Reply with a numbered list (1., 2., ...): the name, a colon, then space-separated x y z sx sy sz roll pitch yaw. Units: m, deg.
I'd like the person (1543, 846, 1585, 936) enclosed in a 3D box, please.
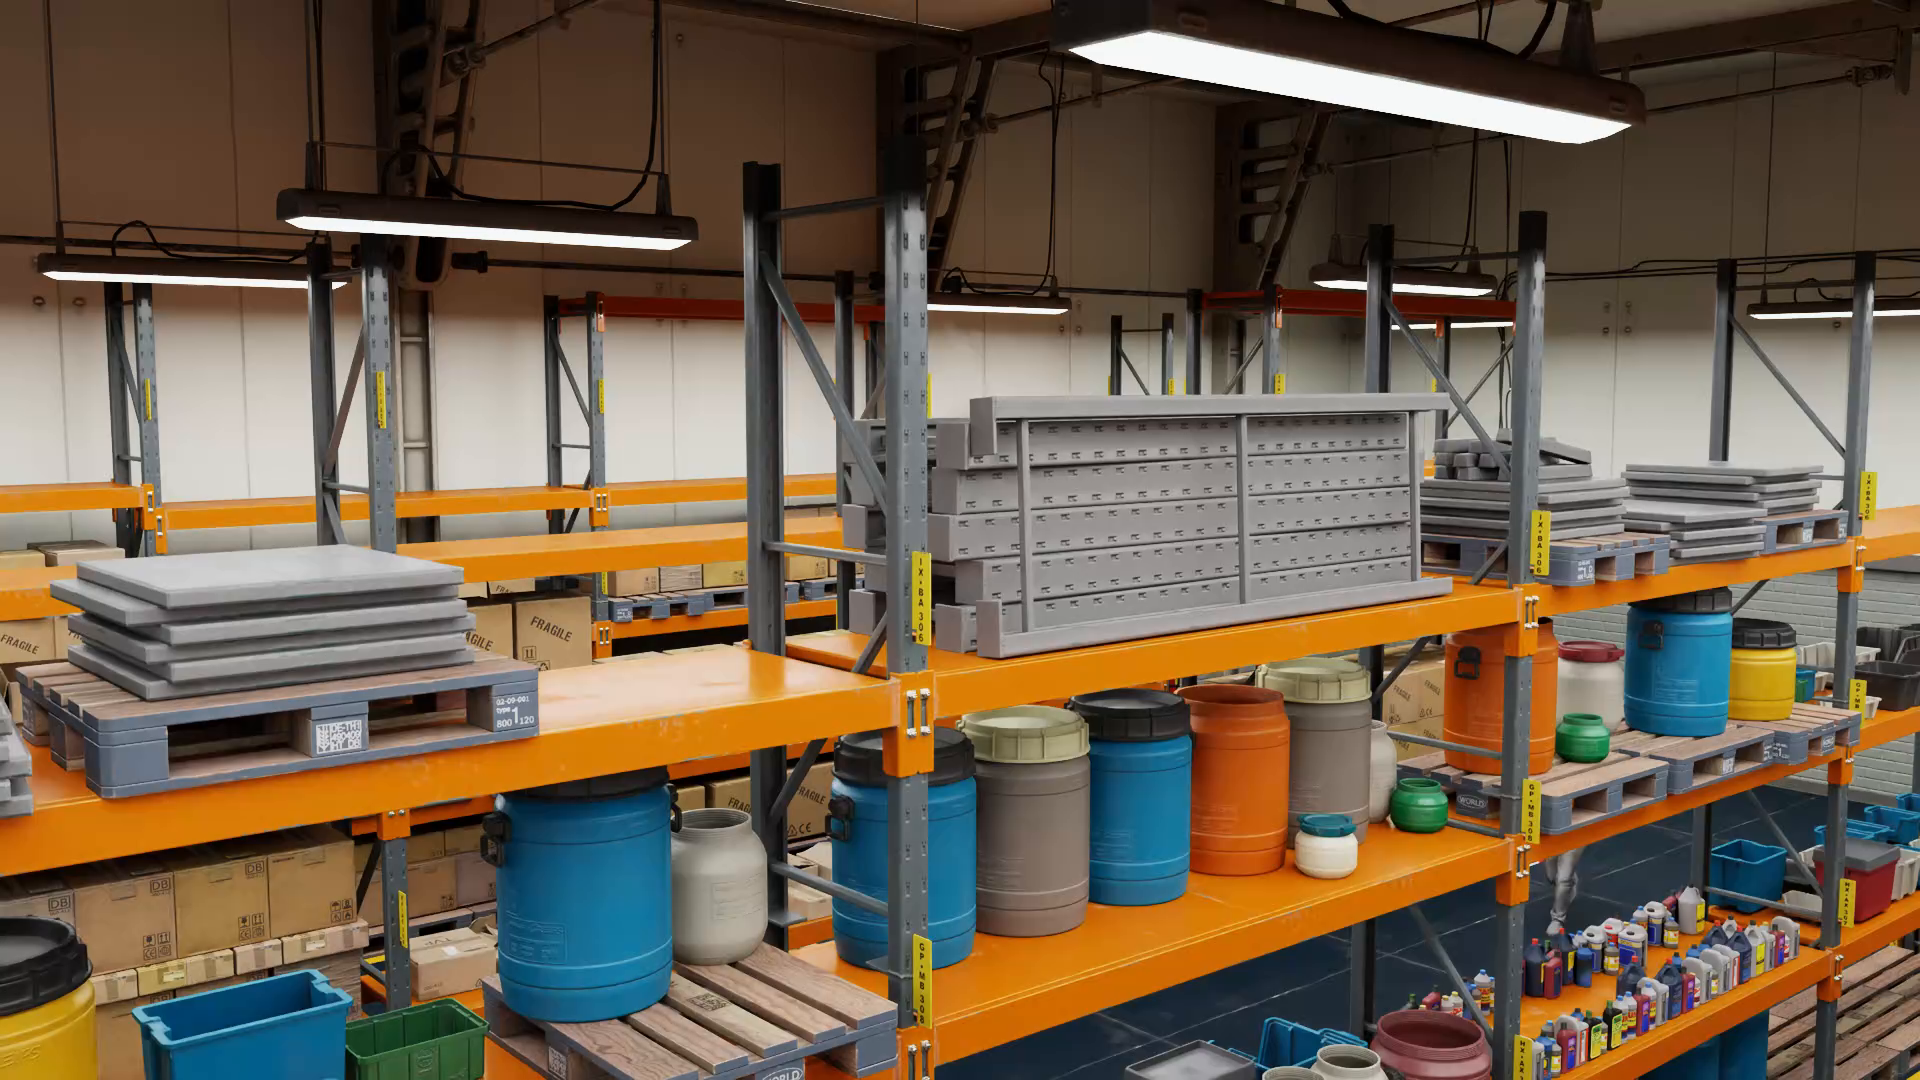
1. person: 5.729 2.796 15.776 0.676 1.772 0.852 5 7 39
